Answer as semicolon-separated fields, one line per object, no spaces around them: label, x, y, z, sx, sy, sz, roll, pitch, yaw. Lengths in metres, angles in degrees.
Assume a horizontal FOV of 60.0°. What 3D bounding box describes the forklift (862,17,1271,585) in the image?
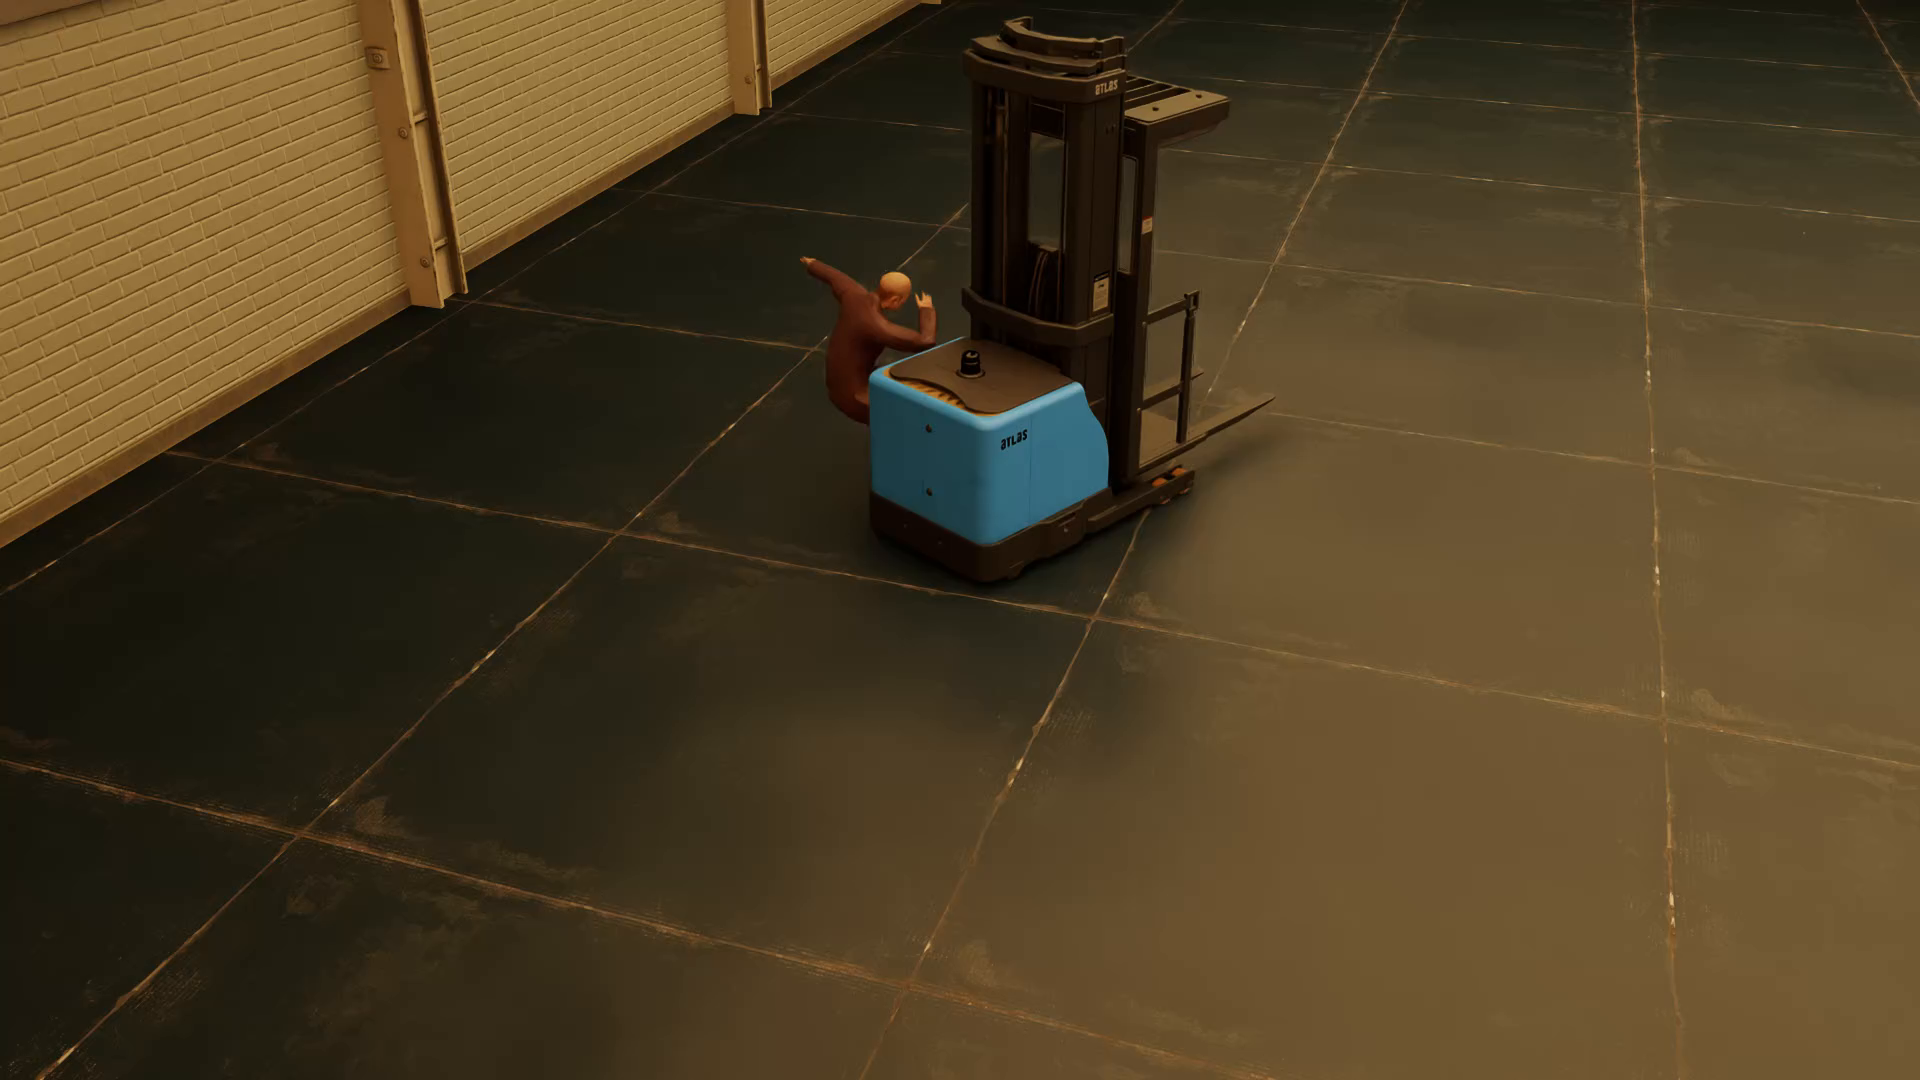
forklift;0.818;-1.642;10.017;3.031;2.935;1.130;-26;39;-38

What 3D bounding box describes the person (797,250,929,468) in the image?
person;-0.590;-1.112;10.604;0.786;1.459;1.643;-16;34;-26
